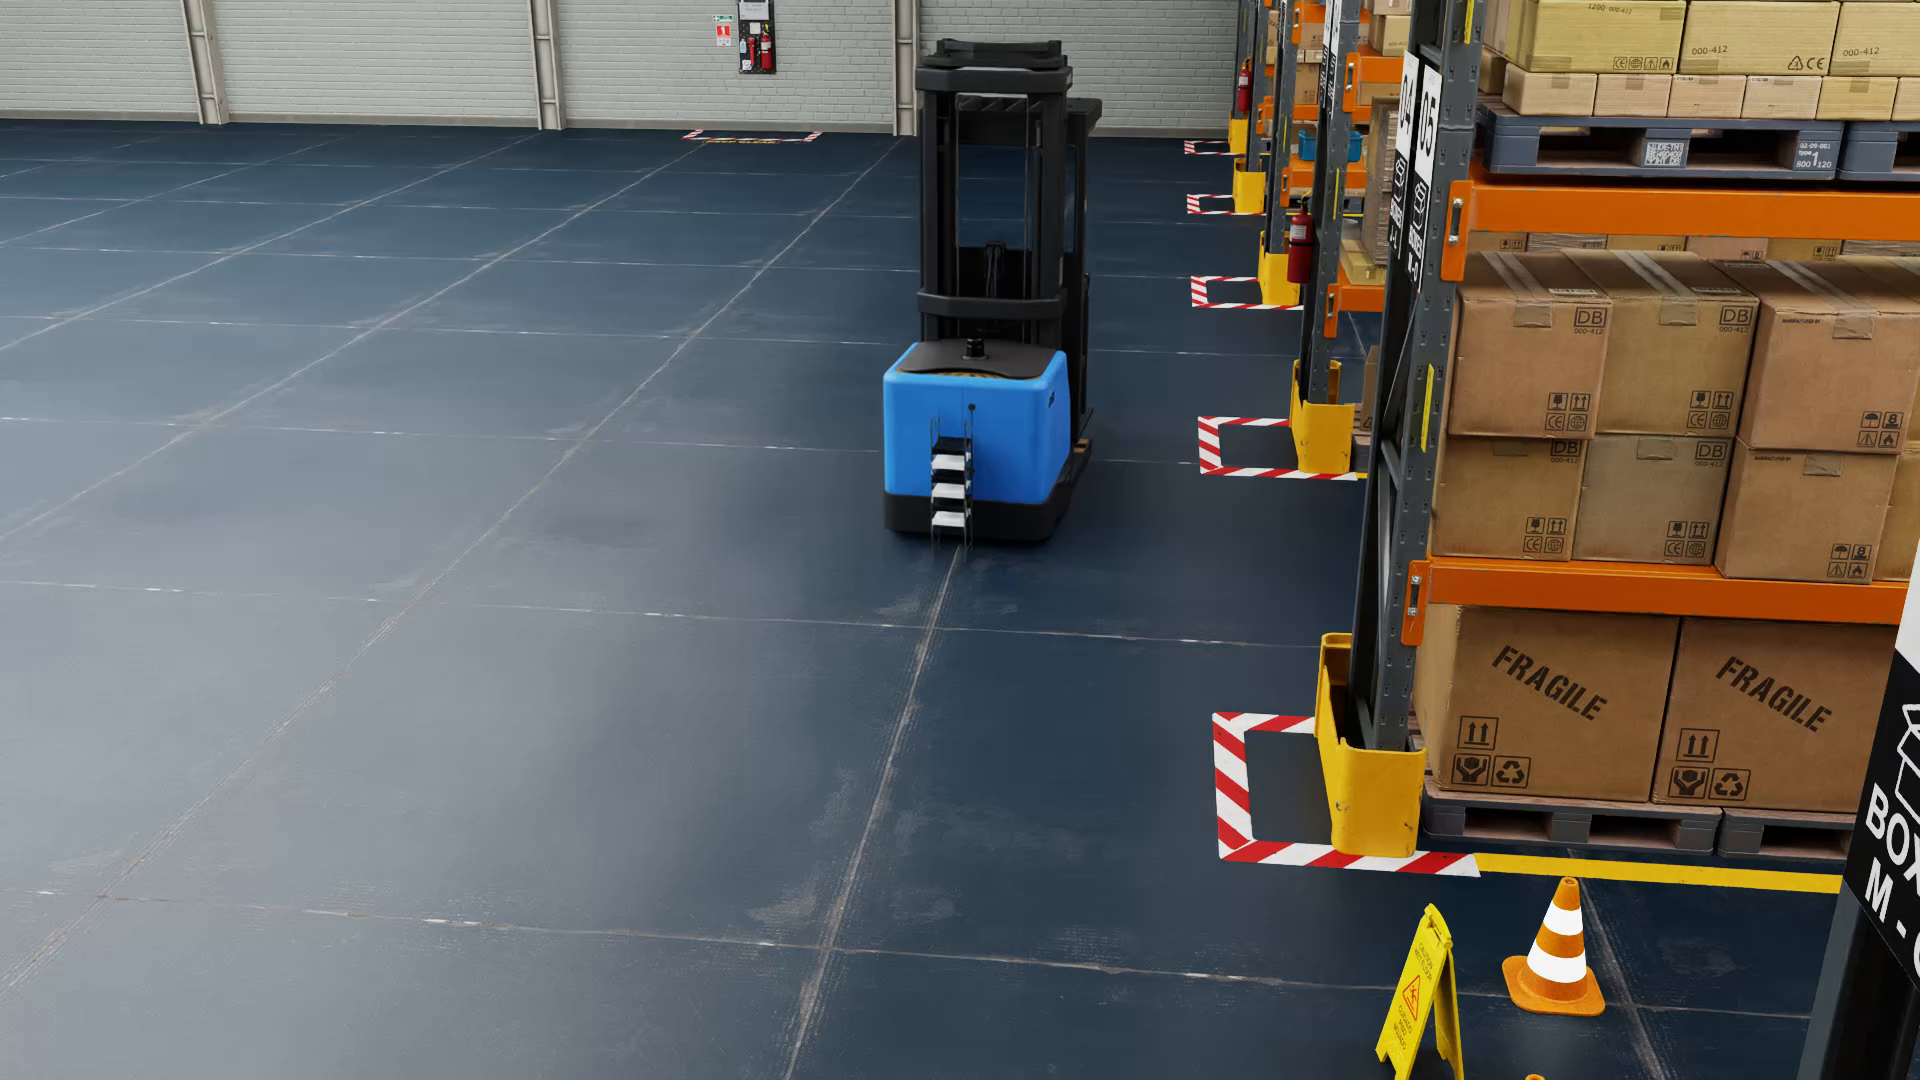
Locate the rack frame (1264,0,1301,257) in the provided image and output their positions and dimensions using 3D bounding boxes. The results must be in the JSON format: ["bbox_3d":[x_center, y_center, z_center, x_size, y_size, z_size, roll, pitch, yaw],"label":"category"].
[{"bbox_3d":[3.121,-3.881,16.176,0.127,3.000,1.000,2,22,6],"label":"rack frame"}]

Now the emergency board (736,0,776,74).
[{"bbox_3d":[-3.324,-8.164,27.009,0.643,1.169,0.194,2,22,6],"label":"emergency board"}]

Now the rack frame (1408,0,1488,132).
[{"bbox_3d":[1.854,-3.056,5.929,0.127,3.000,1.000,2,22,6],"label":"rack frame"}]

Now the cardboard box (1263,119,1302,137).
[{"bbox_3d":[4.963,-6.389,25.579,0.500,0.311,0.500,0,22,0],"label":"cardboard box"}]

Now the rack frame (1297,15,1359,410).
[{"bbox_3d":[2.538,-2.072,11.602,0.127,3.000,1.000,2,22,6],"label":"rack frame"}]

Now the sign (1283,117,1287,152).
[{"bbox_3d":[3.052,-3.809,15.617,0.005,0.325,0.100,2,22,6],"label":"sign"}]

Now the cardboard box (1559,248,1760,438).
[{"bbox_3d":[2.775,-0.817,6.755,0.550,0.550,0.875,2,22,6],"label":"cardboard box"}]

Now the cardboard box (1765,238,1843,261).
[{"bbox_3d":[5.578,-2.161,11.284,0.500,0.500,0.875,2,22,6],"label":"cardboard box"}]

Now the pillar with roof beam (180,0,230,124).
[{"bbox_3d":[-13.298,-9.780,22.938,0.400,9.000,9.100,2,22,6],"label":"pillar with roof beam"}]

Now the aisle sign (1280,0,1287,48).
[{"bbox_3d":[3.015,-4.986,15.435,0.004,0.787,0.394,2,22,6],"label":"aisle sign"}]

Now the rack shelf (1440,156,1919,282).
[{"bbox_3d":[3.840,-1.240,6.394,4.000,0.370,1.077,2,22,6],"label":"rack shelf"}]

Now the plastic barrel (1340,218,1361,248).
[{"bbox_3d":[3.783,-2.918,16.554,0.421,0.512,0.421,0,22,0],"label":"plastic barrel"}]

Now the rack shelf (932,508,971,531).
[{"bbox_3d":[-0.049,-0.129,10.121,0.200,0.077,0.258,4,22,10],"label":"rack shelf"}]

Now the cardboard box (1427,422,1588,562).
[{"bbox_3d":[2.228,-0.336,7.006,0.550,0.550,0.875,2,22,6],"label":"cardboard box"}]

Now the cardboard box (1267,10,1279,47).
[{"bbox_3d":[4.725,-7.656,24.881,0.500,0.500,0.500,3,22,6],"label":"cardboard box"}]

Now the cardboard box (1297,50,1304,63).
[{"bbox_3d":[4.072,-5.941,20.370,0.250,0.149,0.380,2,22,6],"label":"cardboard box"}]

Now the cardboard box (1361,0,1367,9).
[{"bbox_3d":[2.850,-3.685,11.262,0.250,0.149,0.380,2,22,6],"label":"cardboard box"}]

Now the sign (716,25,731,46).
[{"bbox_3d":[-3.861,-8.242,27.159,0.234,0.329,0.001,2,22,6],"label":"sign"}]

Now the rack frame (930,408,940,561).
[{"bbox_3d":[-0.149,-0.334,10.061,0.006,0.900,0.240,4,22,10],"label":"rack frame"}]

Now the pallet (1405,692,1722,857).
[{"bbox_3d":[2.657,1.037,7.530,1.213,0.211,1.003,2,22,6],"label":"pallet"}]

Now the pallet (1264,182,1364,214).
[{"bbox_3d":[4.472,-4.374,21.217,1.213,0.211,1.003,2,22,6],"label":"pallet"}]

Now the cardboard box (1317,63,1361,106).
[{"bbox_3d":[4.692,-5.690,20.615,0.500,0.500,0.700,3,22,8],"label":"cardboard box"}]

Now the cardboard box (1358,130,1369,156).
[{"bbox_3d":[5.209,-4.812,20.680,0.500,0.500,0.500,2,22,6],"label":"cardboard box"}]

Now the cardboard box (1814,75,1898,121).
[{"bbox_3d":[3.159,-1.610,5.987,0.250,0.149,0.380,3,22,6],"label":"cardboard box"}]

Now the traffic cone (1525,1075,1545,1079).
[{"bbox_3d":[1.743,1.853,5.123,0.334,0.463,0.336,2,22,6],"label":"traffic cone"}]

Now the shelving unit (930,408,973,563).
[{"bbox_3d":[-0.049,-0.327,10.043,0.210,0.900,0.258,4,22,10],"label":"shelving unit"}]

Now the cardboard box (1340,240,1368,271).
[{"bbox_3d":[2.845,-2.018,11.807,0.250,0.149,0.380,2,22,6],"label":"cardboard box"}]

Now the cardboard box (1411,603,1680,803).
[{"bbox_3d":[2.535,0.532,7.332,0.875,0.875,0.875,3,22,7],"label":"cardboard box"}]

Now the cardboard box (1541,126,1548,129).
[{"bbox_3d":[3.548,-2.575,10.972,0.500,0.500,0.500,2,22,6],"label":"cardboard box"}]

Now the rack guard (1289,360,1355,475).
[{"bbox_3d":[2.613,-0.907,12.053,0.348,0.500,1.175,2,22,6],"label":"rack guard"}]

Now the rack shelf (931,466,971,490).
[{"bbox_3d":[-0.049,-0.380,10.022,0.200,0.077,0.258,4,22,10],"label":"rack shelf"}]

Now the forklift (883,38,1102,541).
[{"bbox_3d":[0.328,-1.866,11.172,1.130,2.935,3.031,5,22,11],"label":"forklift"}]

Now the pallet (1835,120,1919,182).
[{"bbox_3d":[3.807,-1.539,6.294,1.213,0.211,1.003,2,22,6],"label":"pallet"}]

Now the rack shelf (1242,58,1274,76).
[{"bbox_3d":[6.273,-7.077,25.238,4.000,0.370,1.077,2,22,6],"label":"rack shelf"}]

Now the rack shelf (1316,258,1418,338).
[{"bbox_3d":[4.524,-1.651,11.515,4.000,0.370,1.077,2,22,6],"label":"rack shelf"}]

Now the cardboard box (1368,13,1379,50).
[{"bbox_3d":[3.047,-3.469,11.260,0.500,0.250,0.500,3,22,8],"label":"cardboard box"}]

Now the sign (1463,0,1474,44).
[{"bbox_3d":[1.783,-1.902,5.794,0.005,0.325,0.100,2,22,6],"label":"sign"}]

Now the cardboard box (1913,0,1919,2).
[{"bbox_3d":[3.410,-1.970,5.814,0.250,0.149,0.380,2,22,6],"label":"cardboard box"}]

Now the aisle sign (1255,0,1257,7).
[{"bbox_3d":[3.677,-7.008,20.550,0.004,0.787,0.394,2,22,6],"label":"aisle sign"}]

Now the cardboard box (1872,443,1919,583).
[{"bbox_3d":[3.849,-0.242,6.769,0.500,0.550,0.875,2,22,6],"label":"cardboard box"}]

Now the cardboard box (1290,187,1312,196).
[{"bbox_3d":[4.214,-4.501,20.914,0.500,0.250,0.500,2,22,6],"label":"cardboard box"}]

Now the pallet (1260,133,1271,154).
[{"bbox_3d":[5.165,-6.150,25.708,1.213,0.211,1.003,2,22,6],"label":"pallet"}]

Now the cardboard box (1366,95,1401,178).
[{"bbox_3d":[3.113,-2.789,11.513,0.500,0.500,0.500,2,22,6],"label":"cardboard box"}]

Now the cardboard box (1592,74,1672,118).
[{"bbox_3d":[2.410,-1.643,6.070,0.250,0.149,0.380,3,22,7],"label":"cardboard box"}]

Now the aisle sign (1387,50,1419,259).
[{"bbox_3d":[1.819,-1.587,6.839,0.004,0.787,0.394,2,22,6],"label":"aisle sign"}]

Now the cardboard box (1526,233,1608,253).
[{"bbox_3d":[4.083,-2.208,11.404,0.500,0.500,0.875,2,22,6],"label":"cardboard box"}]

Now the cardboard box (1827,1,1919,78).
[{"bbox_3d":[3.308,-1.813,5.959,0.500,0.250,0.500,2,22,6],"label":"cardboard box"}]
